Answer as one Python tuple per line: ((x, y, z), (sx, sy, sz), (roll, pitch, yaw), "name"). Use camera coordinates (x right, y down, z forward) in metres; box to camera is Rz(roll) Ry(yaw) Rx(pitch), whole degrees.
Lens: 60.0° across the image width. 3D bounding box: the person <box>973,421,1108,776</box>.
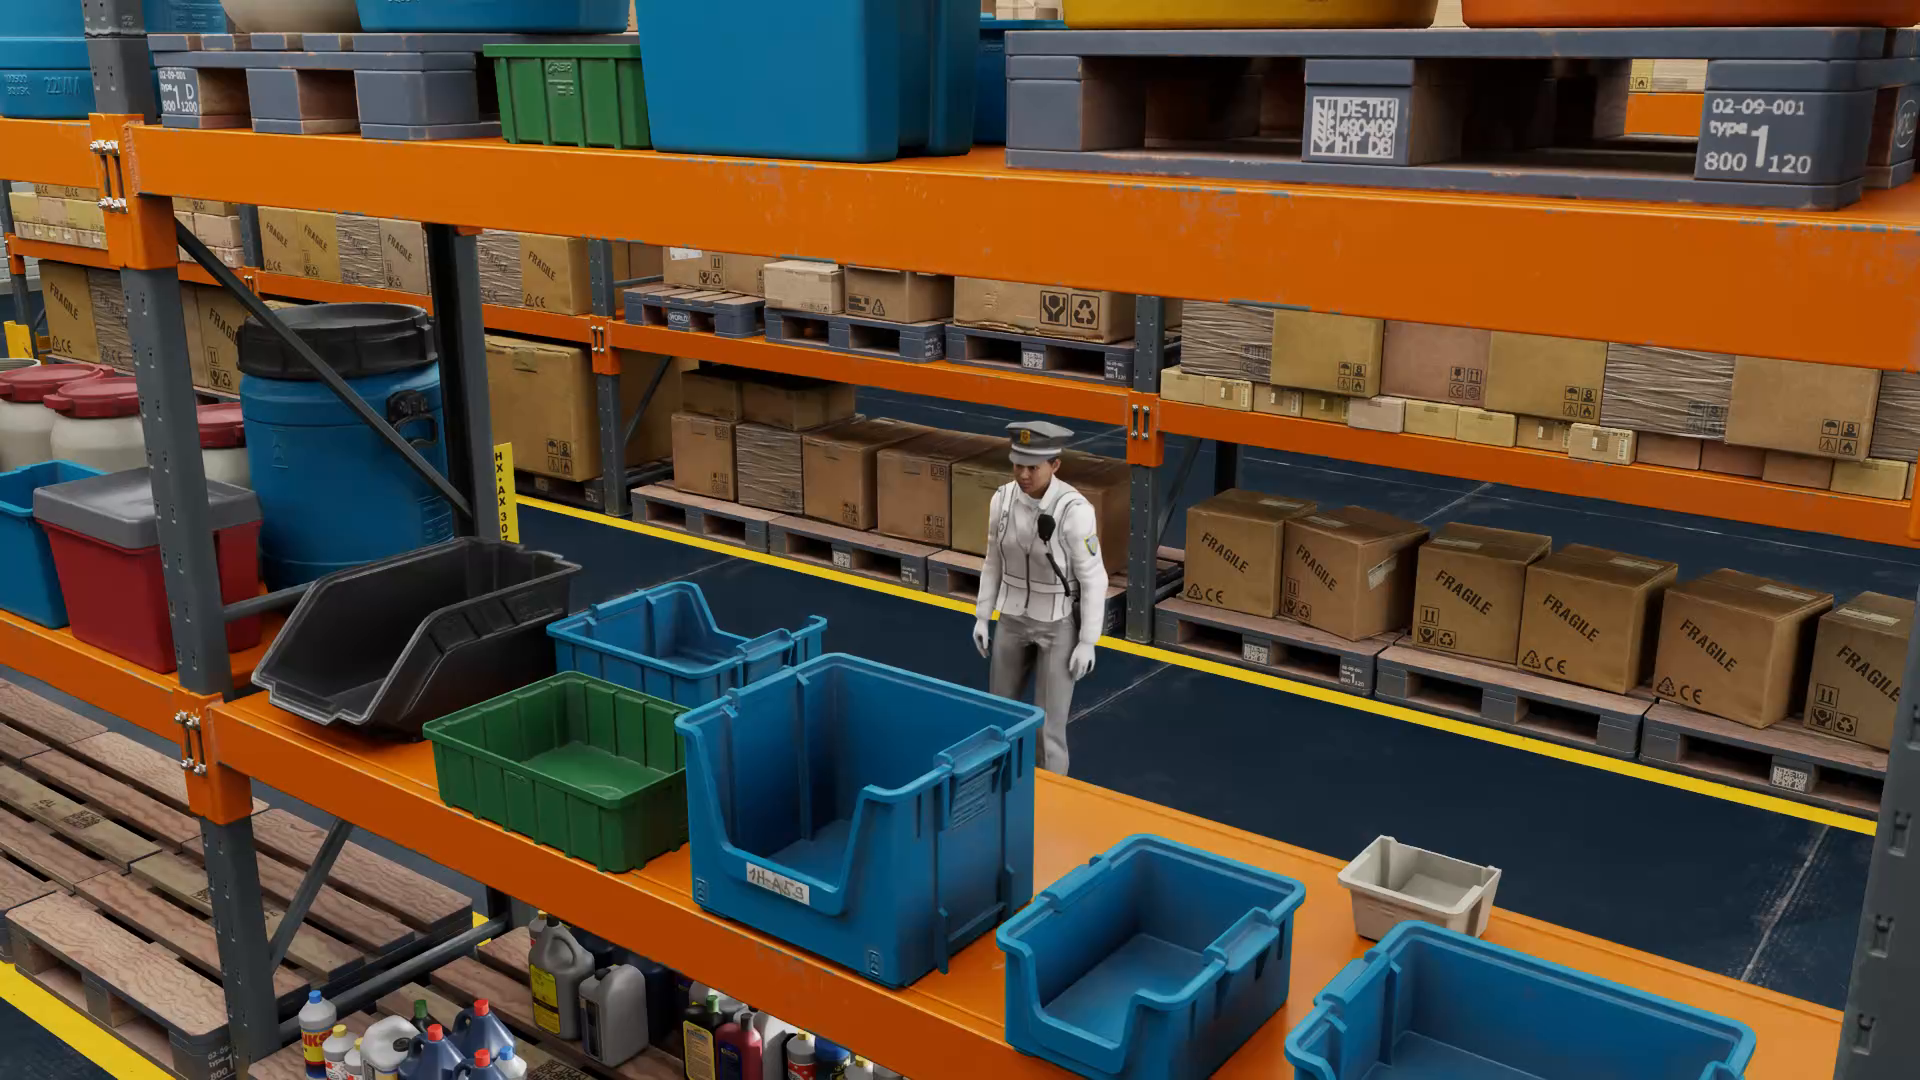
((0.285, 0.354, 6.347), (0.547, 1.666, 0.409), (11, 20, 32), "person")
